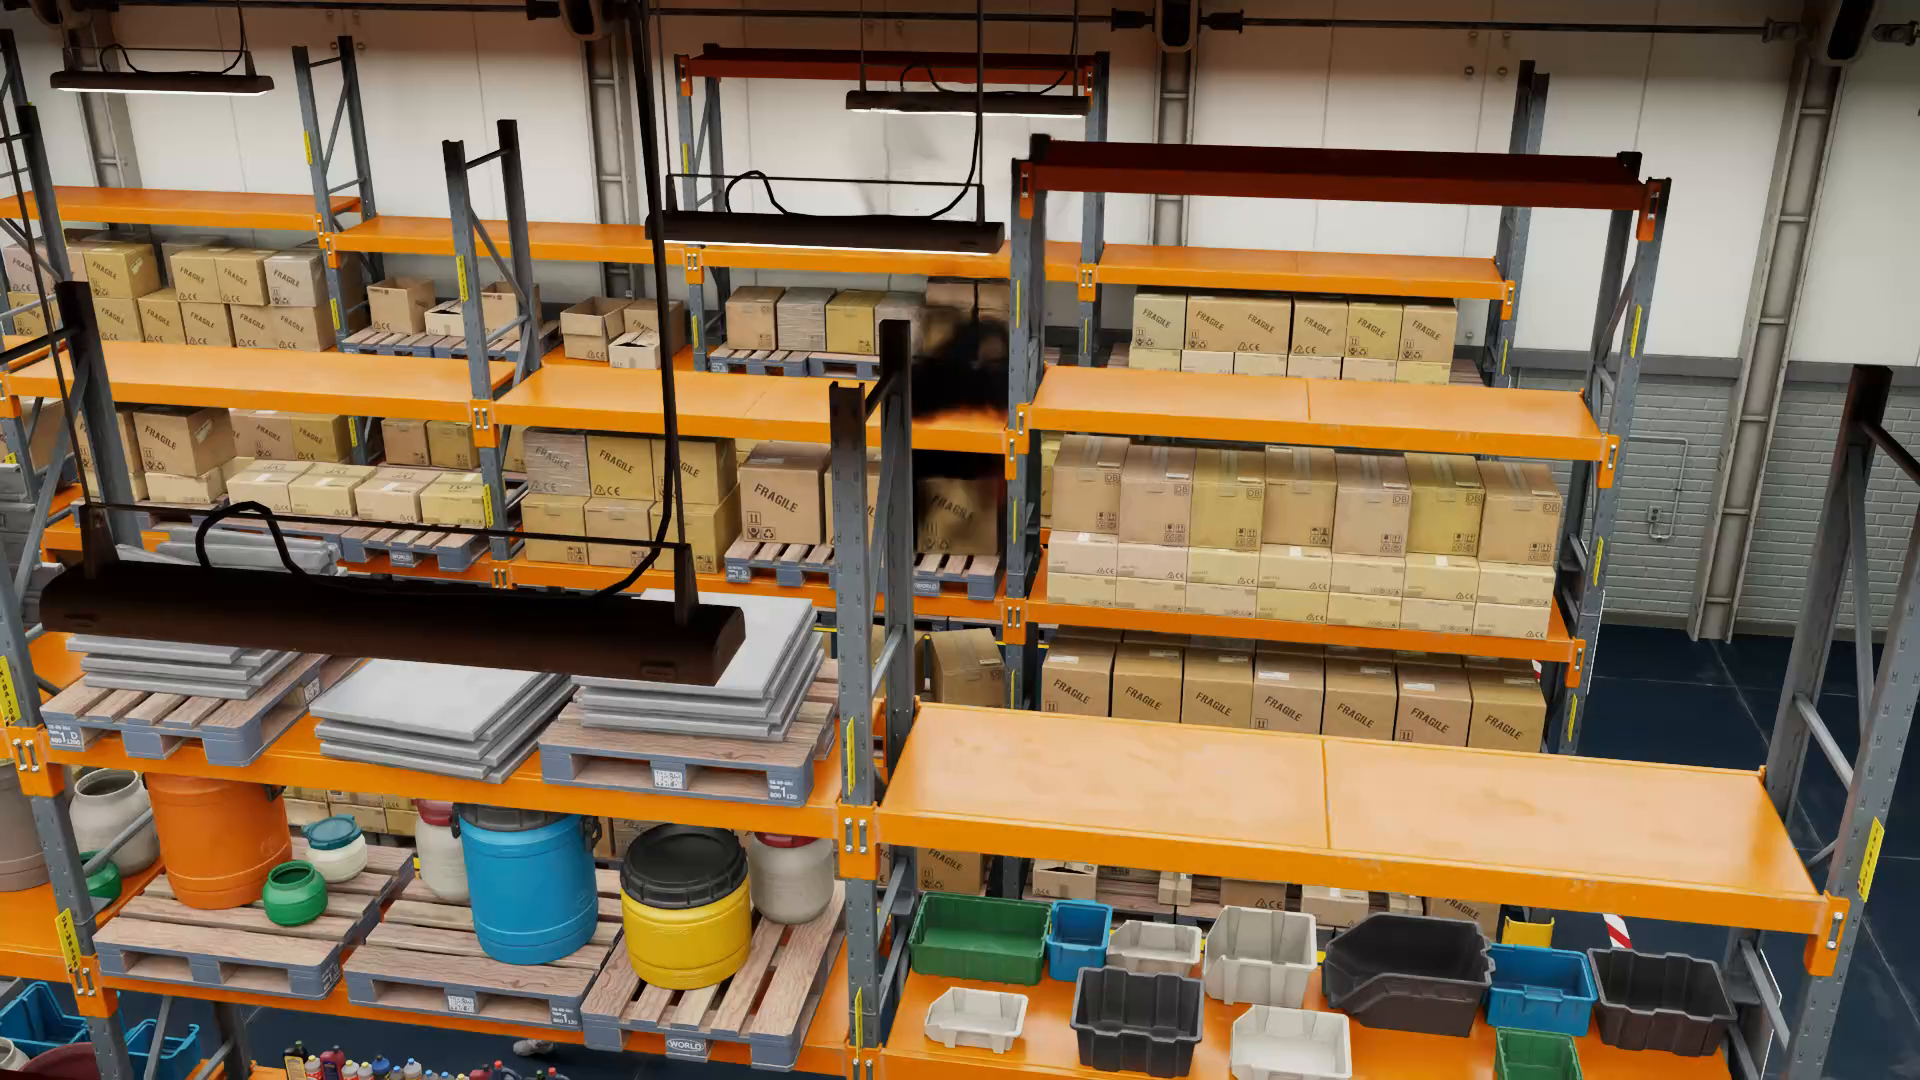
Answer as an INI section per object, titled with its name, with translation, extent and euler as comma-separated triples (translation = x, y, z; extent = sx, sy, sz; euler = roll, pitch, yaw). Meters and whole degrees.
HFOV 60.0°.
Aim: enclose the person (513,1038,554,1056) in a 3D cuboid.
[person]
translation = -2.670, 2.847, 11.385
extent = 1.035, 1.773, 0.708
euler = 3, 23, 7
